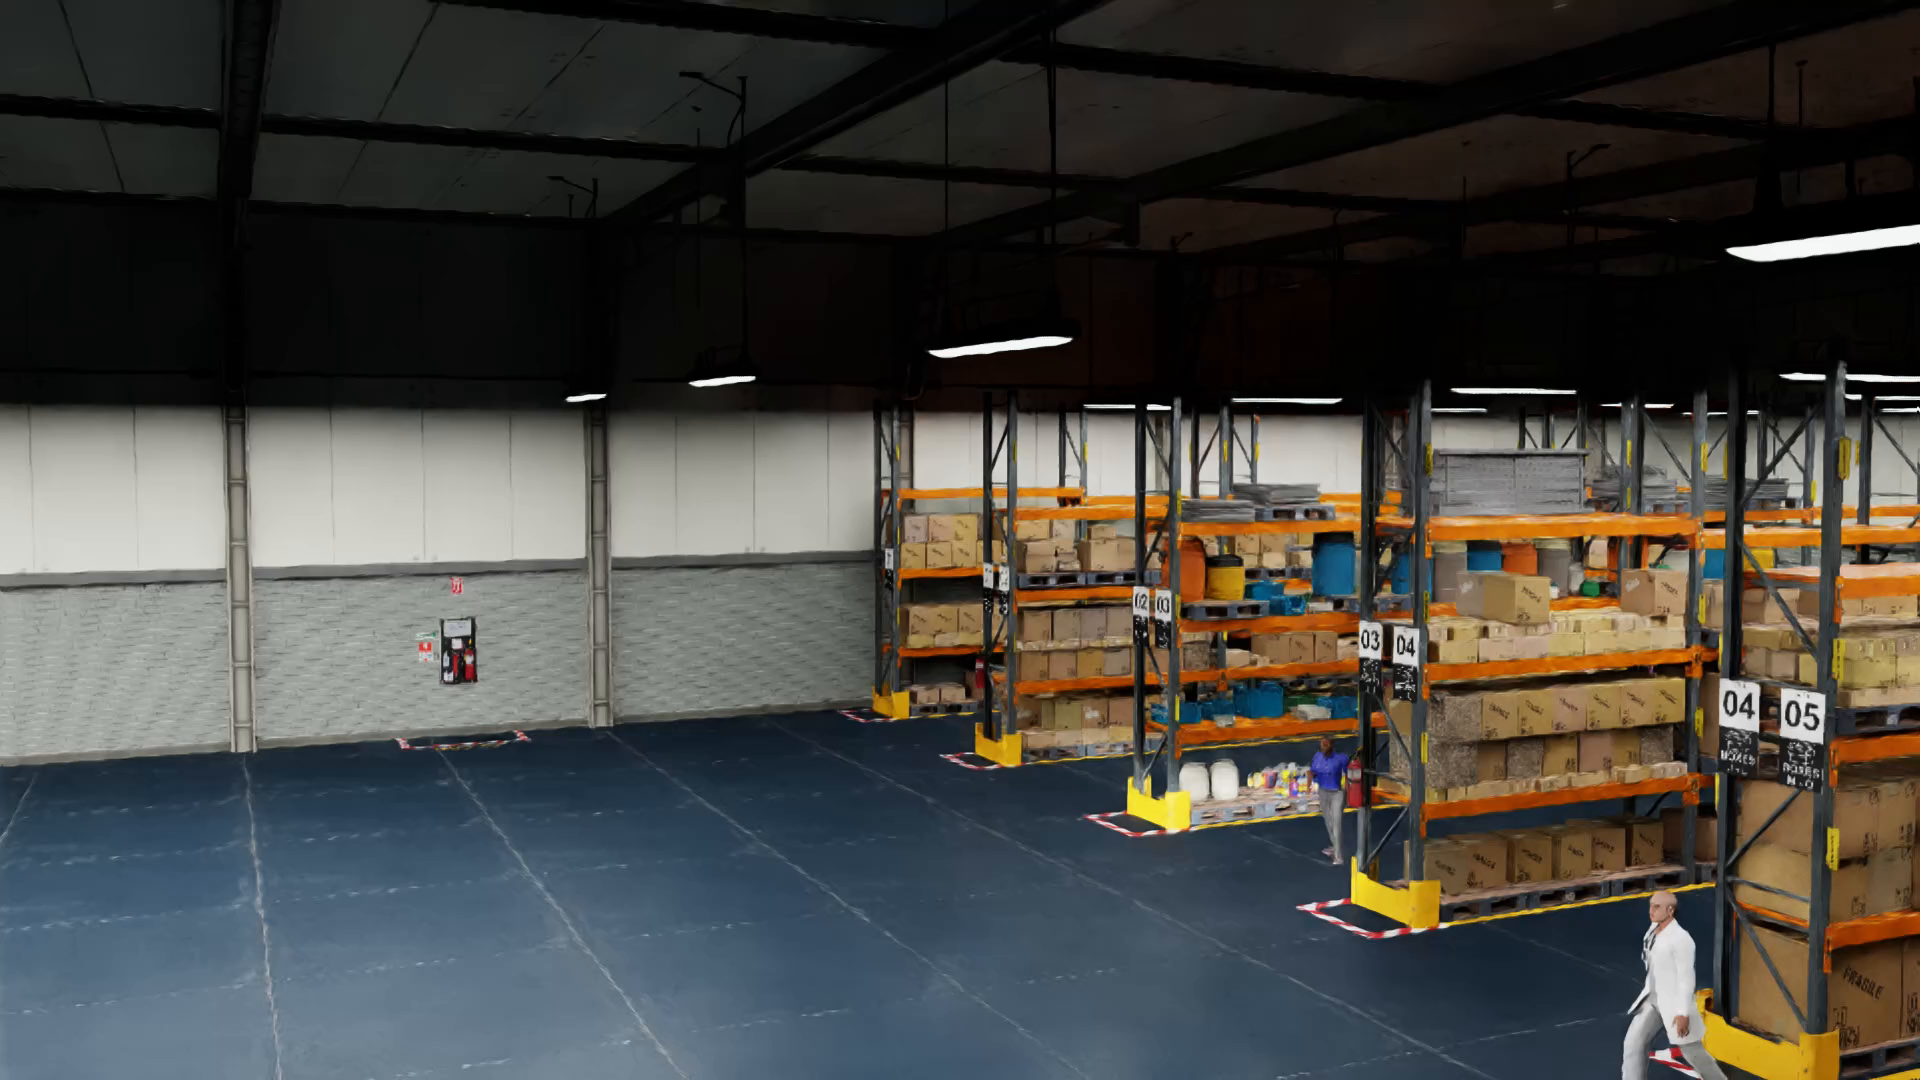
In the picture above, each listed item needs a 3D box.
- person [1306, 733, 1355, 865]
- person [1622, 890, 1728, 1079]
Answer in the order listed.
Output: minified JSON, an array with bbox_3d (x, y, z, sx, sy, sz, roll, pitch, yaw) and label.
[{"bbox_3d":[4.630,3.163,20.560,0.798,1.593,0.619,-3,5,-44],"label":"person"},{"bbox_3d":[5.483,3.550,12.767,1.017,1.734,0.616,-1,3,-9],"label":"person"}]
